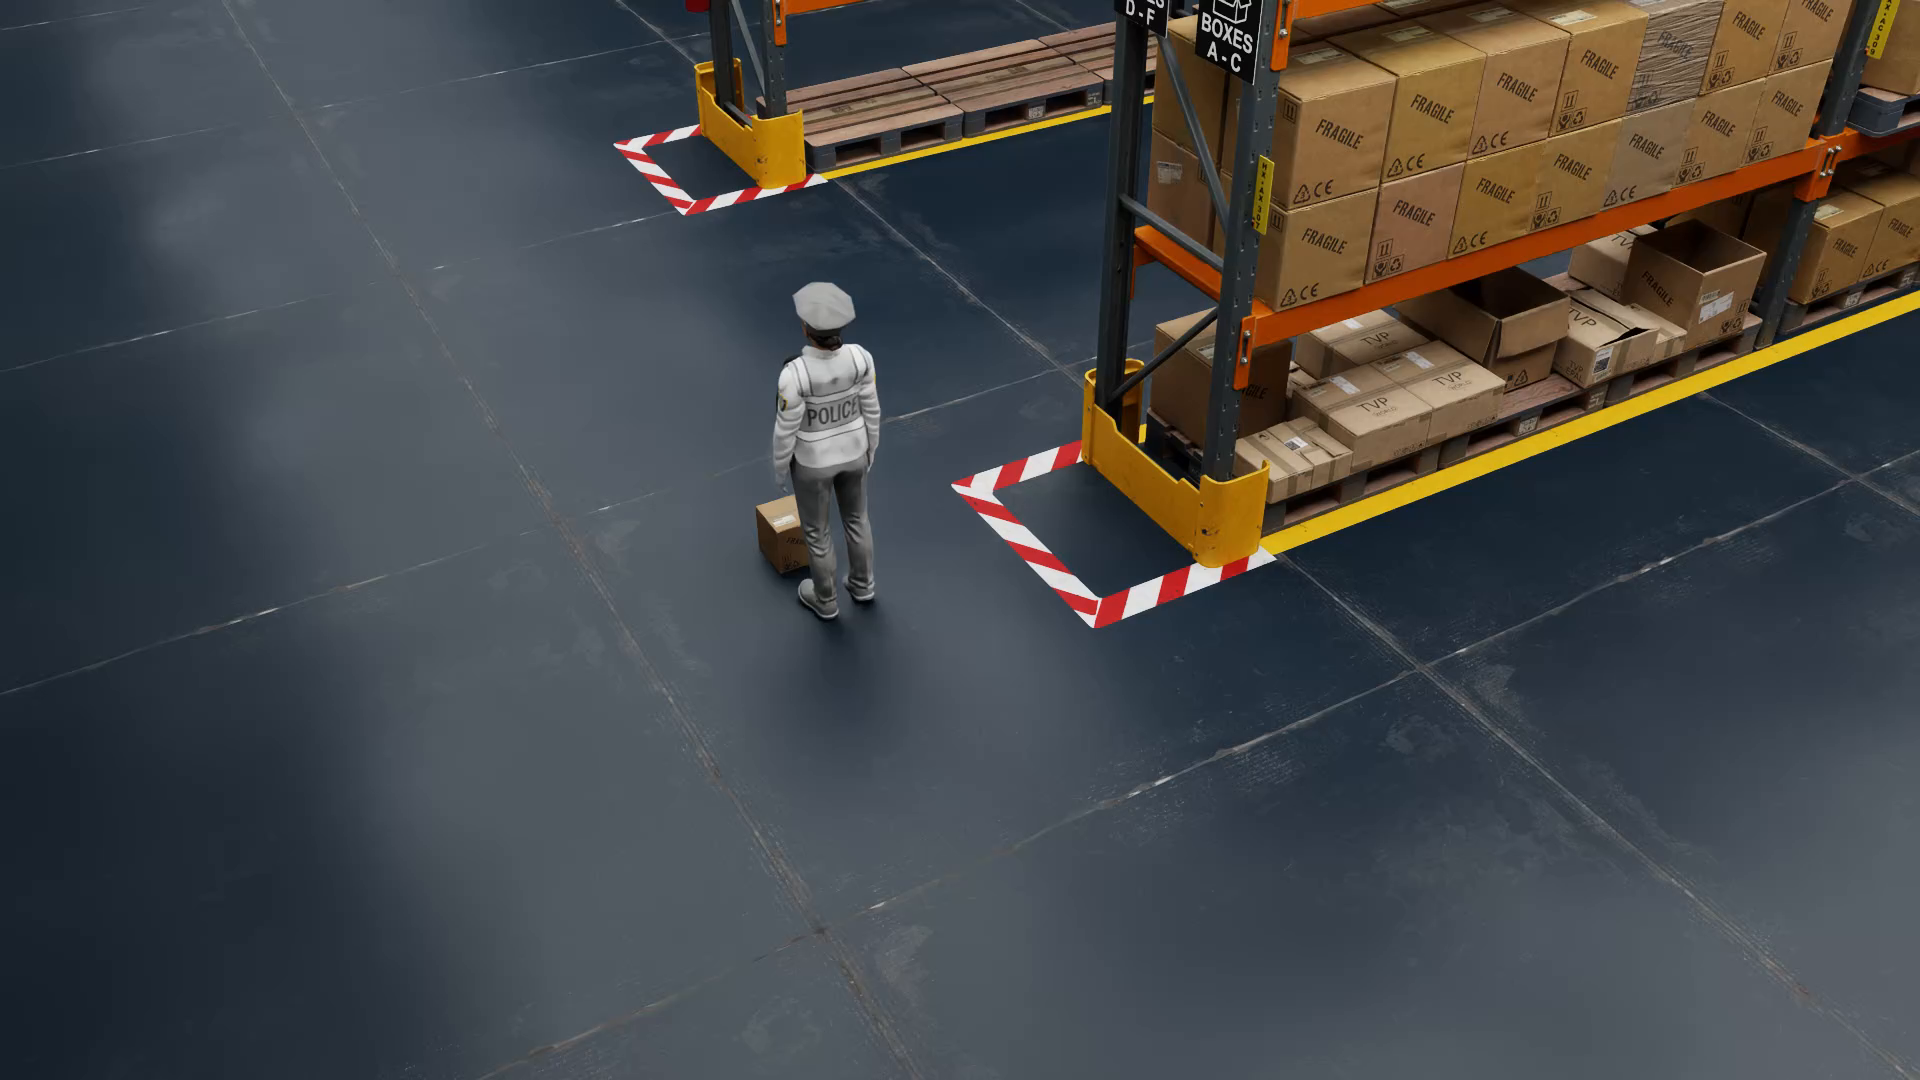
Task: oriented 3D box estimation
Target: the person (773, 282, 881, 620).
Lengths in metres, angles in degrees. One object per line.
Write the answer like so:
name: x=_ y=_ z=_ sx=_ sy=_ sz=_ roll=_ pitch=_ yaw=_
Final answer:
person: x=-0.593 y=-0.352 z=7.346 sx=0.490 sy=1.736 sz=0.392 roll=-19 pitch=41 yaw=-23
